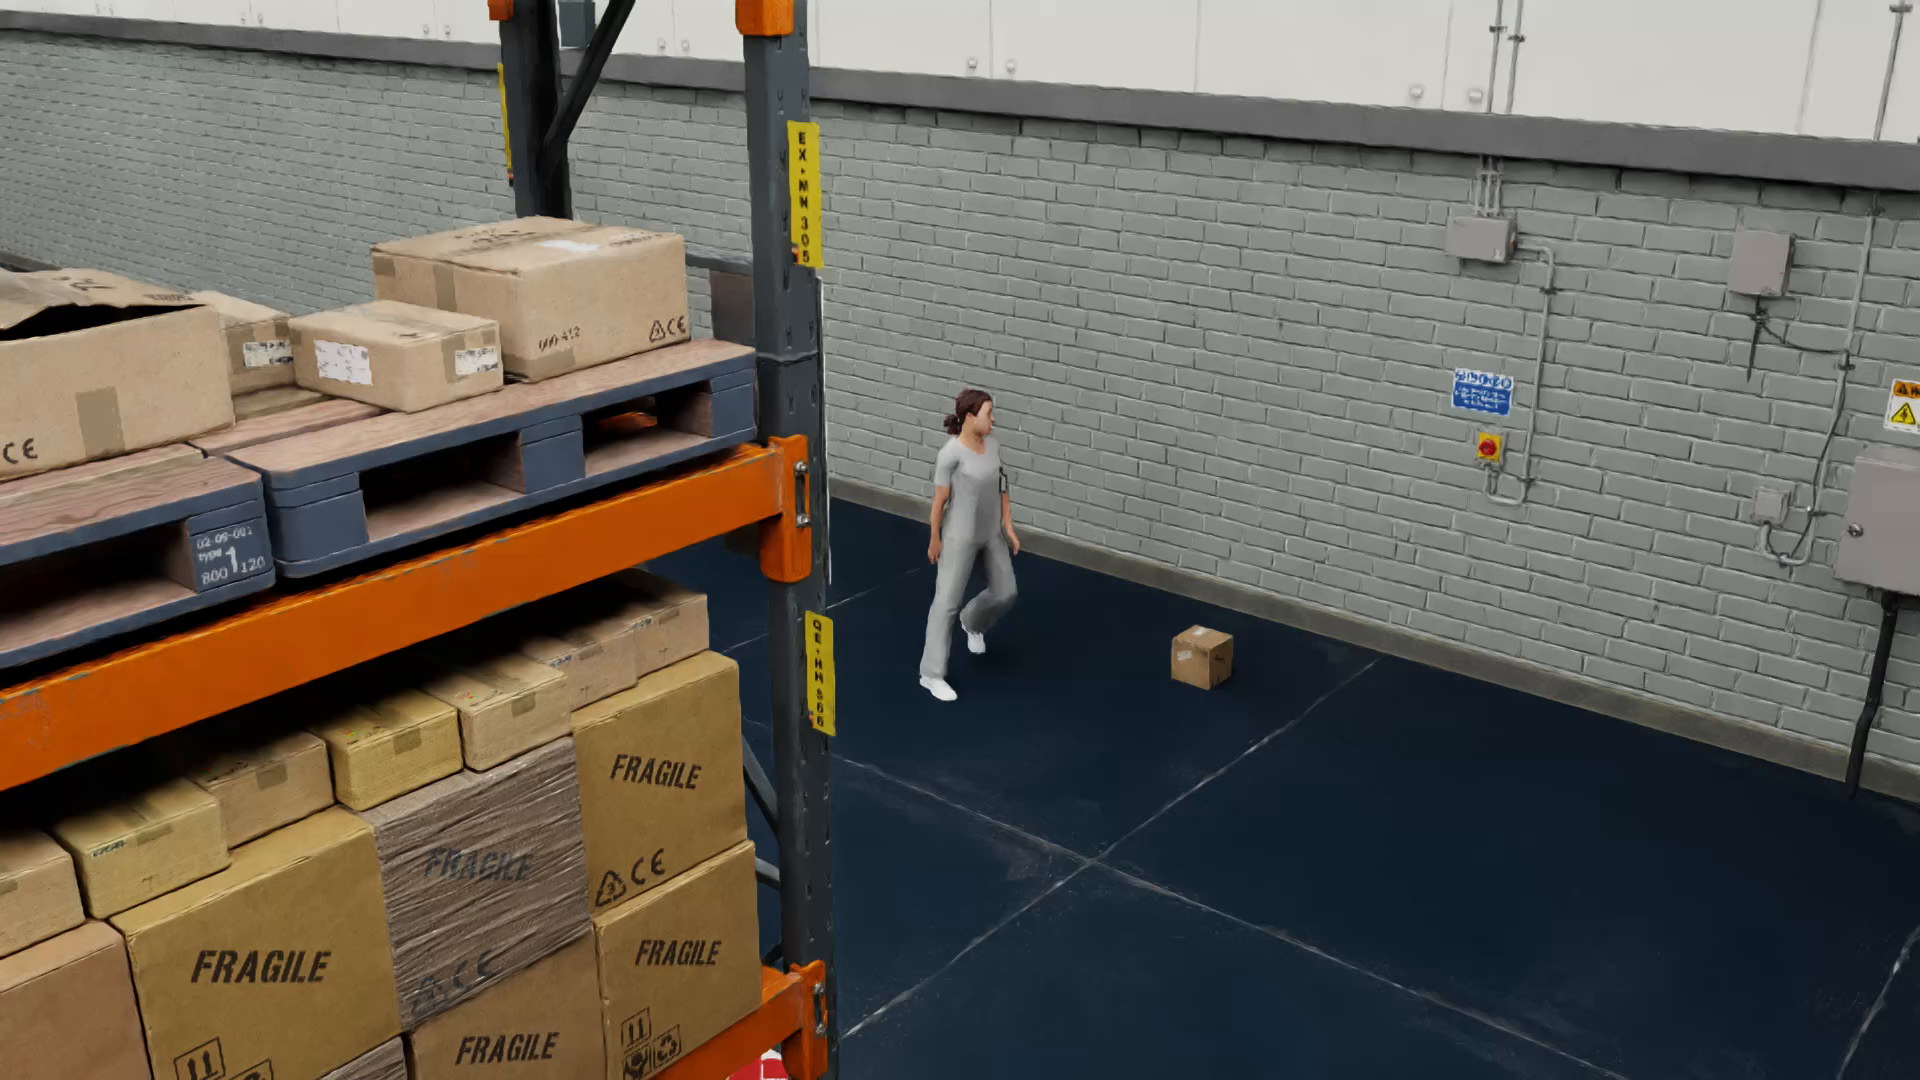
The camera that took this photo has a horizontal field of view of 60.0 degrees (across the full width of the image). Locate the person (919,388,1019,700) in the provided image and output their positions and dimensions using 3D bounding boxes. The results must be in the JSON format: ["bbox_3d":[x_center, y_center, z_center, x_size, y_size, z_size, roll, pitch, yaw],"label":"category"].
[{"bbox_3d":[0.014,-0.001,9.119,0.631,1.647,0.540,-19,28,-41],"label":"person"}]
